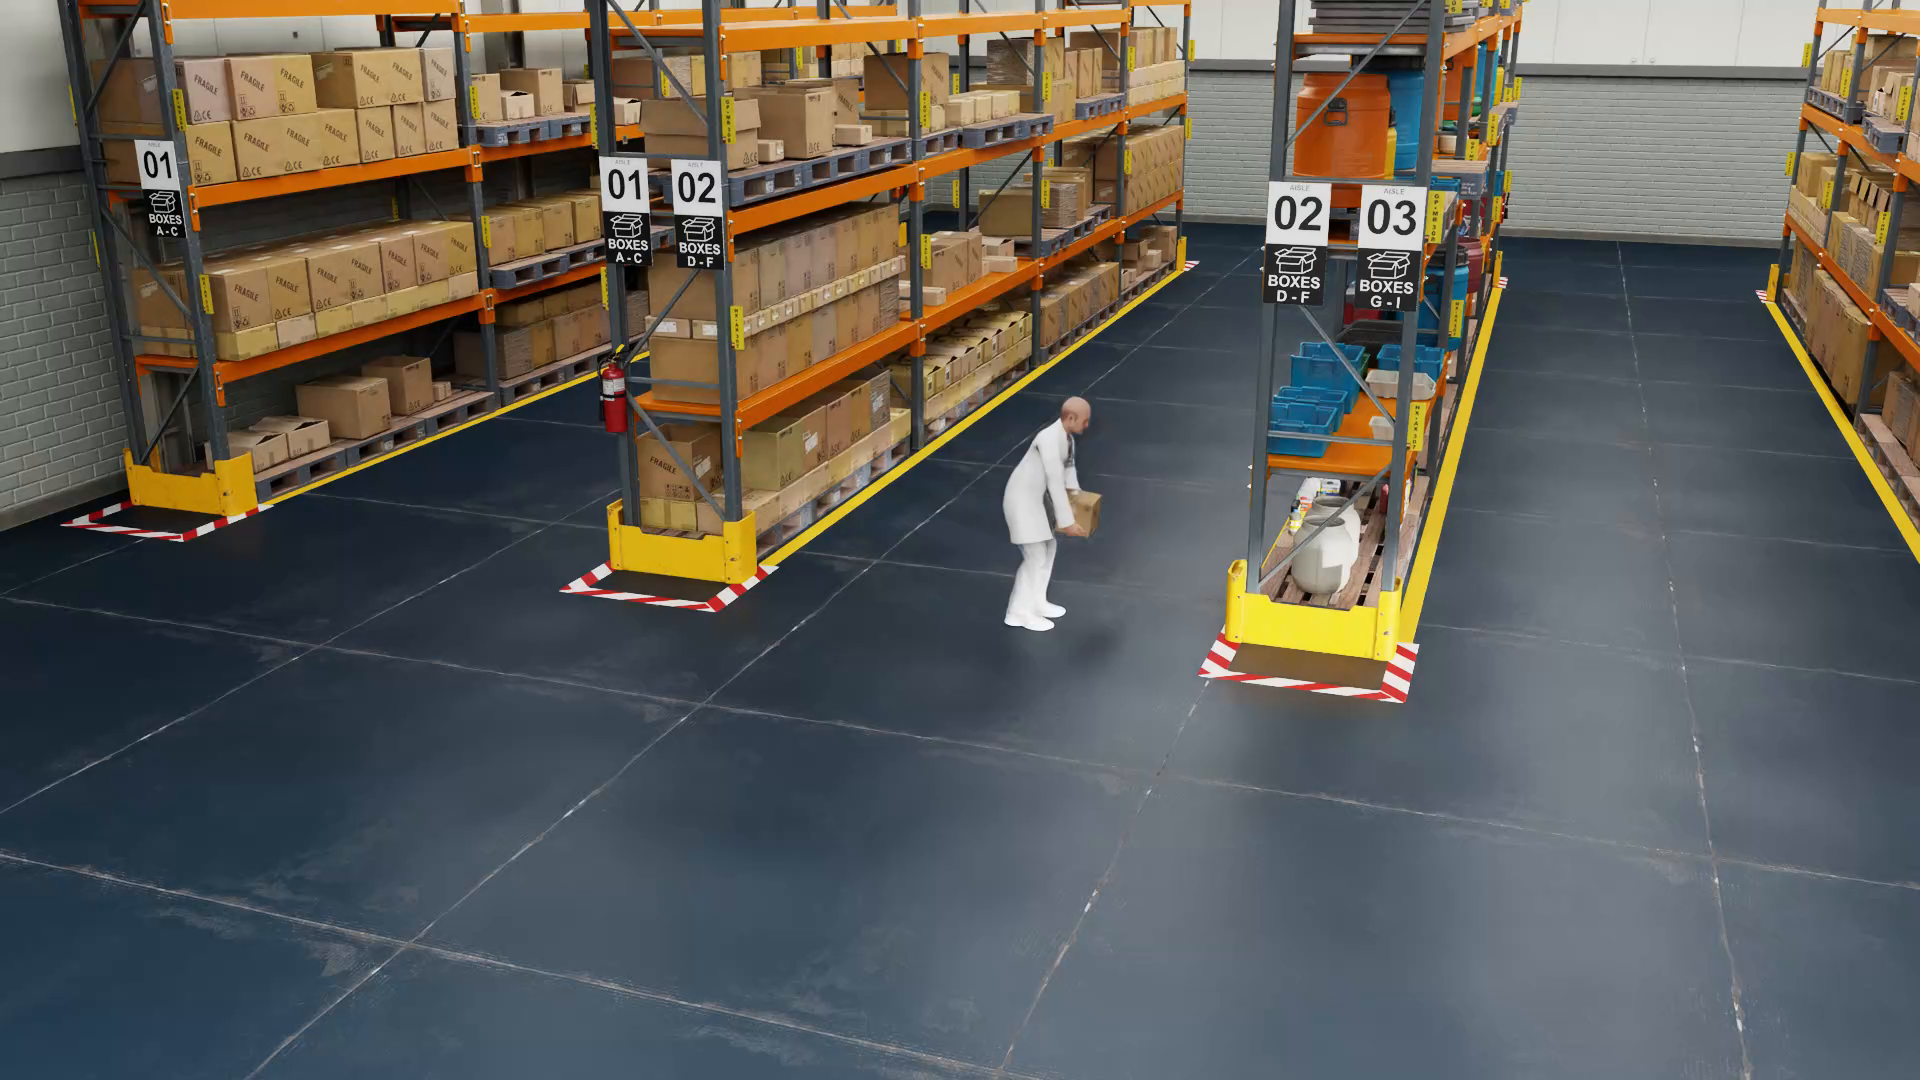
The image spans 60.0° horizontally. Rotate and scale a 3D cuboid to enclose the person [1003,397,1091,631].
[{"bbox_3d":[0.629,-0.180,11.844,0.634,1.646,0.544,6,19,17],"label":"person"}]
